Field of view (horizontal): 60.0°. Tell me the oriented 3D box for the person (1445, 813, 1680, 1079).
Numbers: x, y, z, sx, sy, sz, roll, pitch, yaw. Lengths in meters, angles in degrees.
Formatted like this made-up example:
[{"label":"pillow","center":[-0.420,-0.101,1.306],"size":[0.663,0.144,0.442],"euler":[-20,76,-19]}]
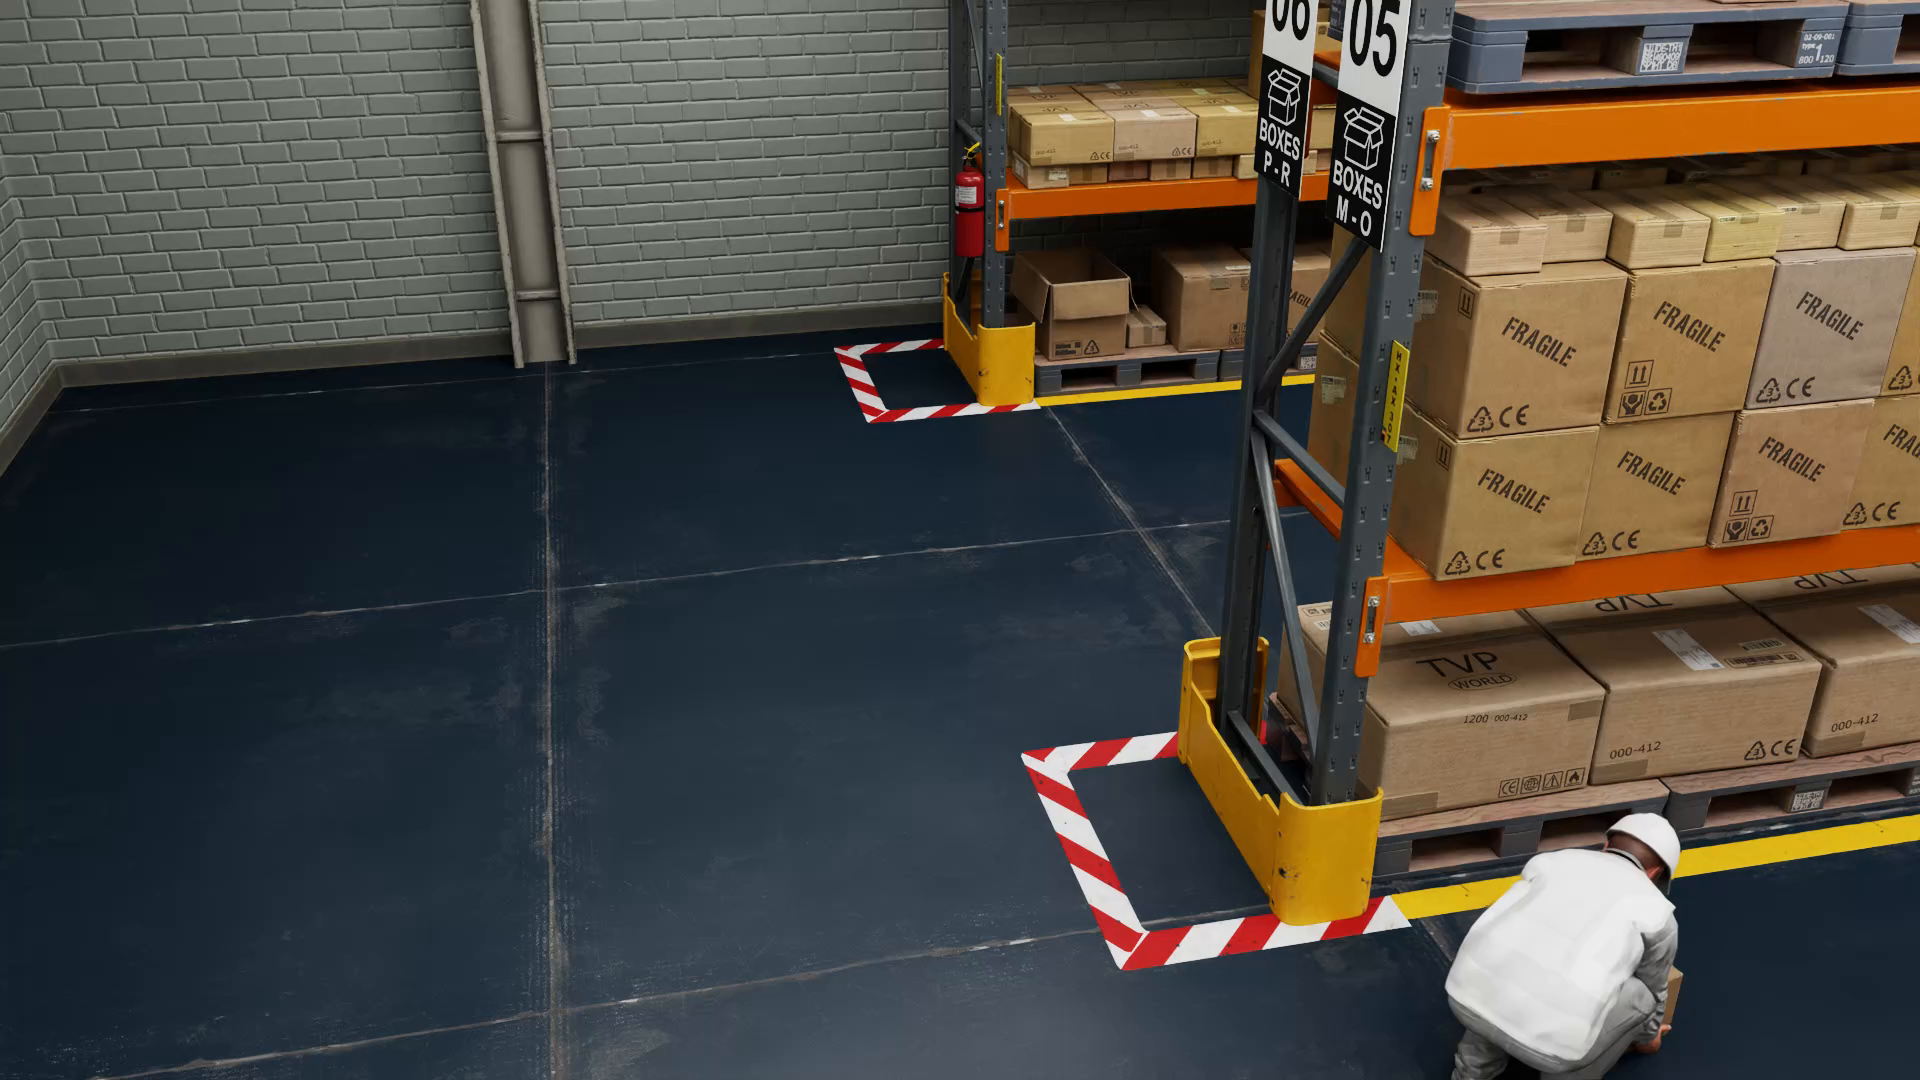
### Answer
[{"label":"person","center":[1.870,1.340,5.096],"size":[0.966,0.802,0.504],"euler":[-21,33,-36]}]
